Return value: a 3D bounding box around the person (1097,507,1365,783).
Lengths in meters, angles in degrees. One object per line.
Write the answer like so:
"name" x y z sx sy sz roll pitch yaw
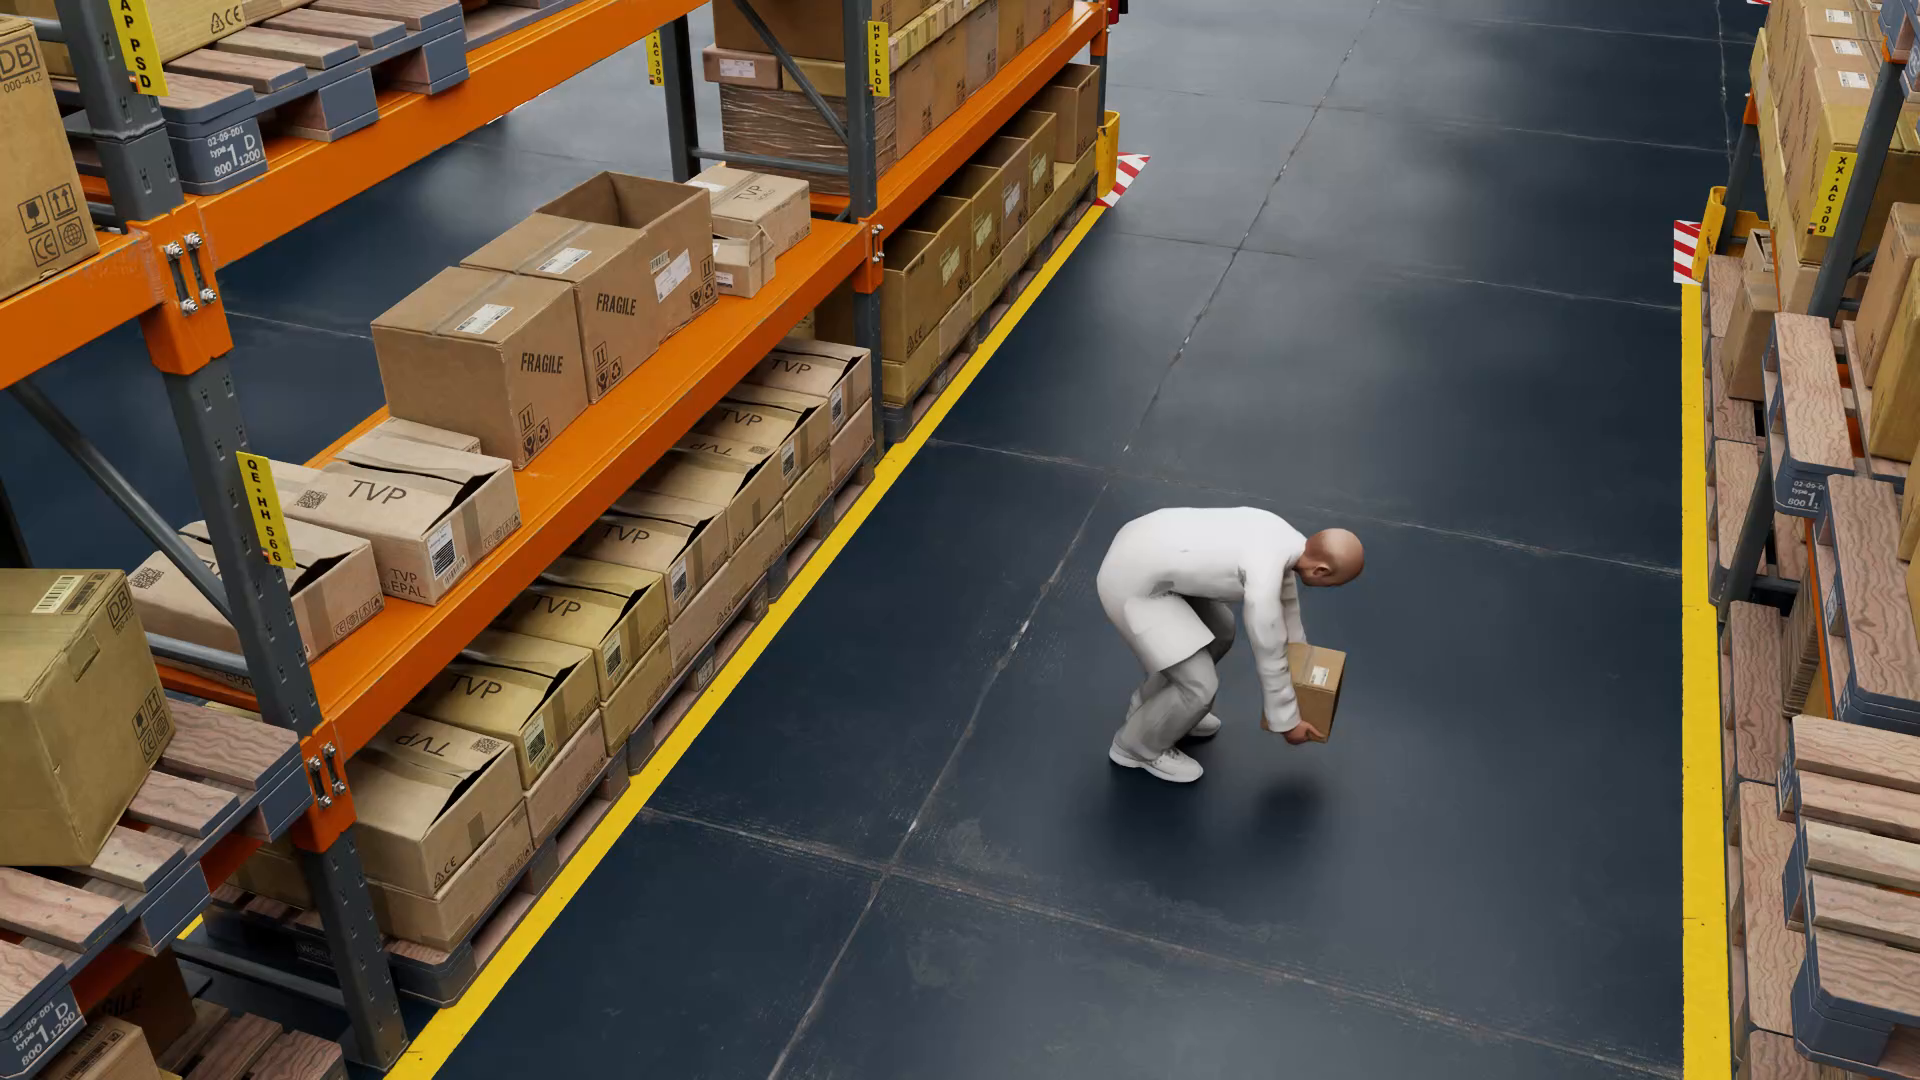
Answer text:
"person" 0.963 0.393 6.171 0.941 1.097 0.549 9 34 14
